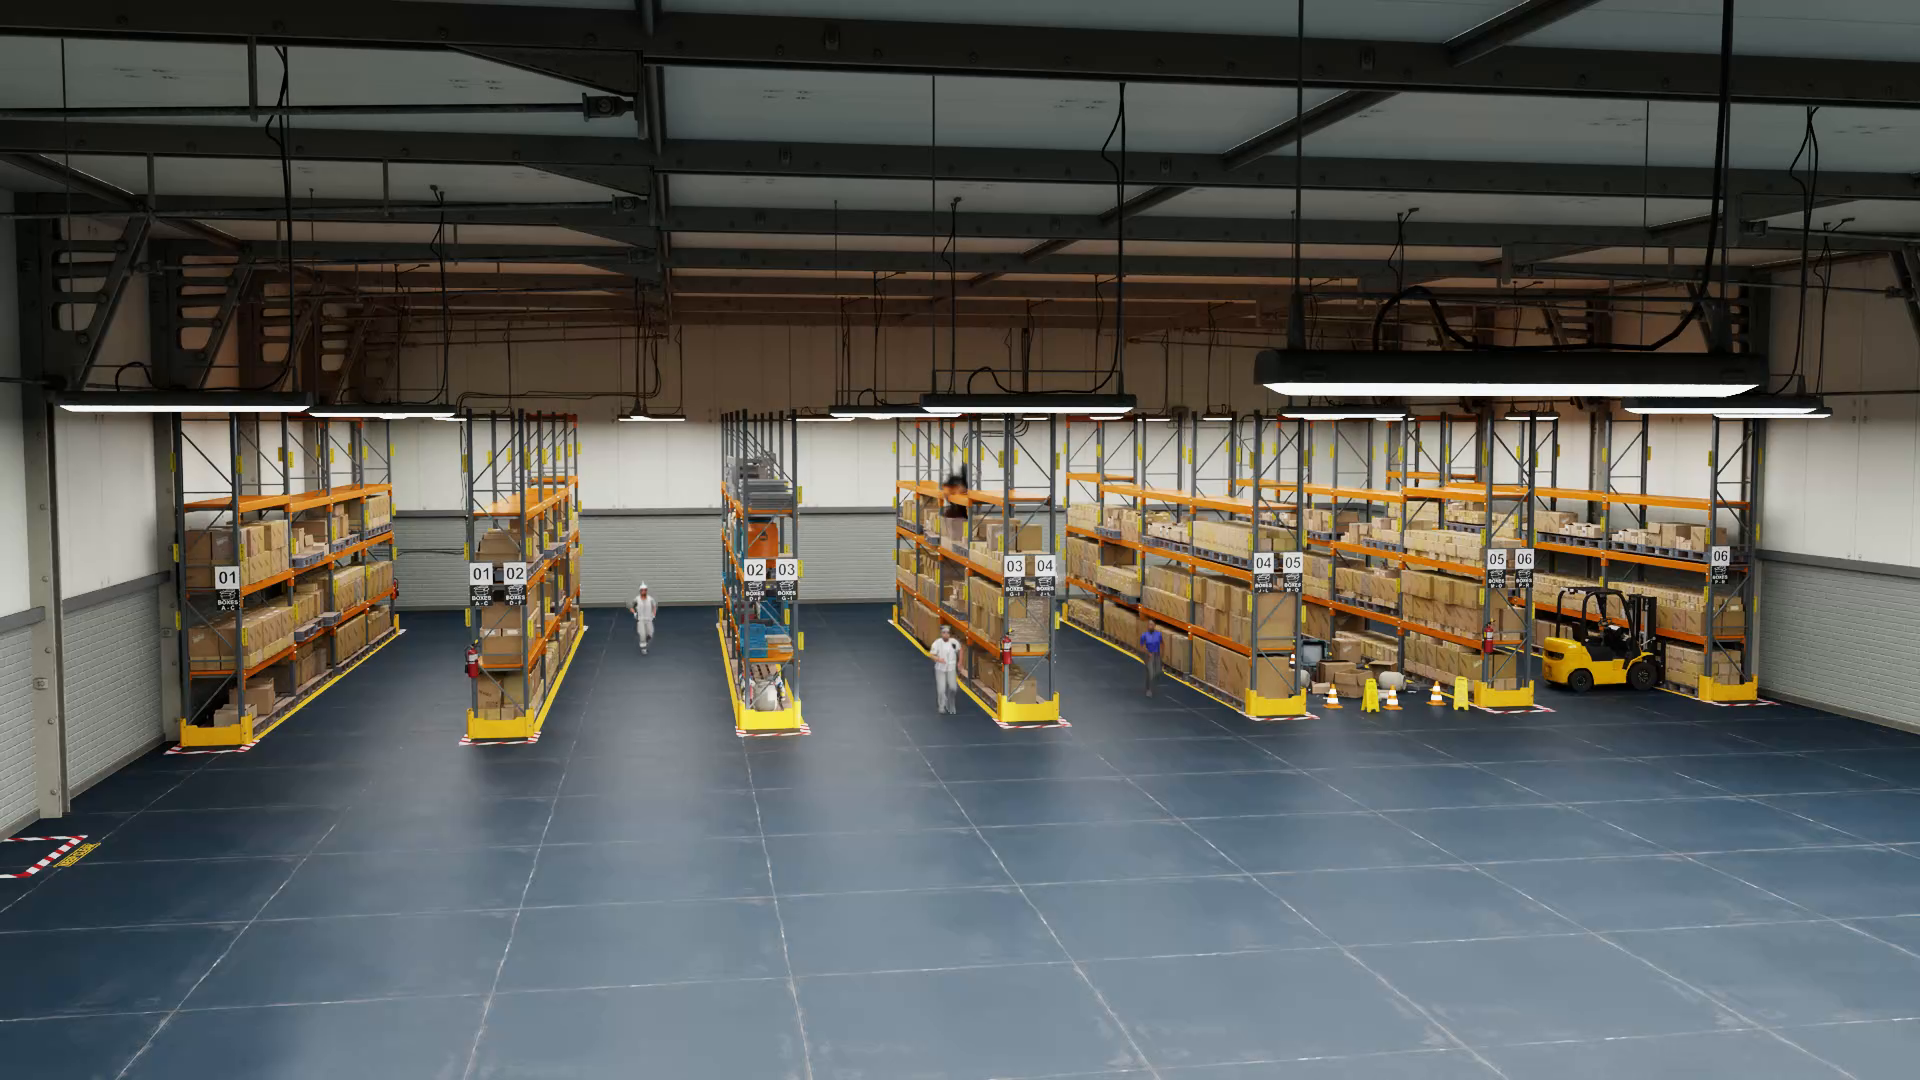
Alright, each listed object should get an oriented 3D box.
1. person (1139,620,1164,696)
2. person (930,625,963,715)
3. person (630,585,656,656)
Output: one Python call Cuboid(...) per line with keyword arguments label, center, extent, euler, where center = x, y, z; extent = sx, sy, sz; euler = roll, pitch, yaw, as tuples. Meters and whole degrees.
Cuboid(label="person", center=(4.055, 2.486, 34.997), extent=(0.589, 1.617, 0.572), euler=(-1, 4, -12))
Cuboid(label="person", center=(-0.253, 2.571, 32.756), extent=(0.681, 1.811, 0.699), euler=(-1, 4, -9))
Cuboid(label="person", center=(-7.831, 1.983, 41.175), extent=(0.653, 1.736, 0.621), euler=(-1, 4, -20))
